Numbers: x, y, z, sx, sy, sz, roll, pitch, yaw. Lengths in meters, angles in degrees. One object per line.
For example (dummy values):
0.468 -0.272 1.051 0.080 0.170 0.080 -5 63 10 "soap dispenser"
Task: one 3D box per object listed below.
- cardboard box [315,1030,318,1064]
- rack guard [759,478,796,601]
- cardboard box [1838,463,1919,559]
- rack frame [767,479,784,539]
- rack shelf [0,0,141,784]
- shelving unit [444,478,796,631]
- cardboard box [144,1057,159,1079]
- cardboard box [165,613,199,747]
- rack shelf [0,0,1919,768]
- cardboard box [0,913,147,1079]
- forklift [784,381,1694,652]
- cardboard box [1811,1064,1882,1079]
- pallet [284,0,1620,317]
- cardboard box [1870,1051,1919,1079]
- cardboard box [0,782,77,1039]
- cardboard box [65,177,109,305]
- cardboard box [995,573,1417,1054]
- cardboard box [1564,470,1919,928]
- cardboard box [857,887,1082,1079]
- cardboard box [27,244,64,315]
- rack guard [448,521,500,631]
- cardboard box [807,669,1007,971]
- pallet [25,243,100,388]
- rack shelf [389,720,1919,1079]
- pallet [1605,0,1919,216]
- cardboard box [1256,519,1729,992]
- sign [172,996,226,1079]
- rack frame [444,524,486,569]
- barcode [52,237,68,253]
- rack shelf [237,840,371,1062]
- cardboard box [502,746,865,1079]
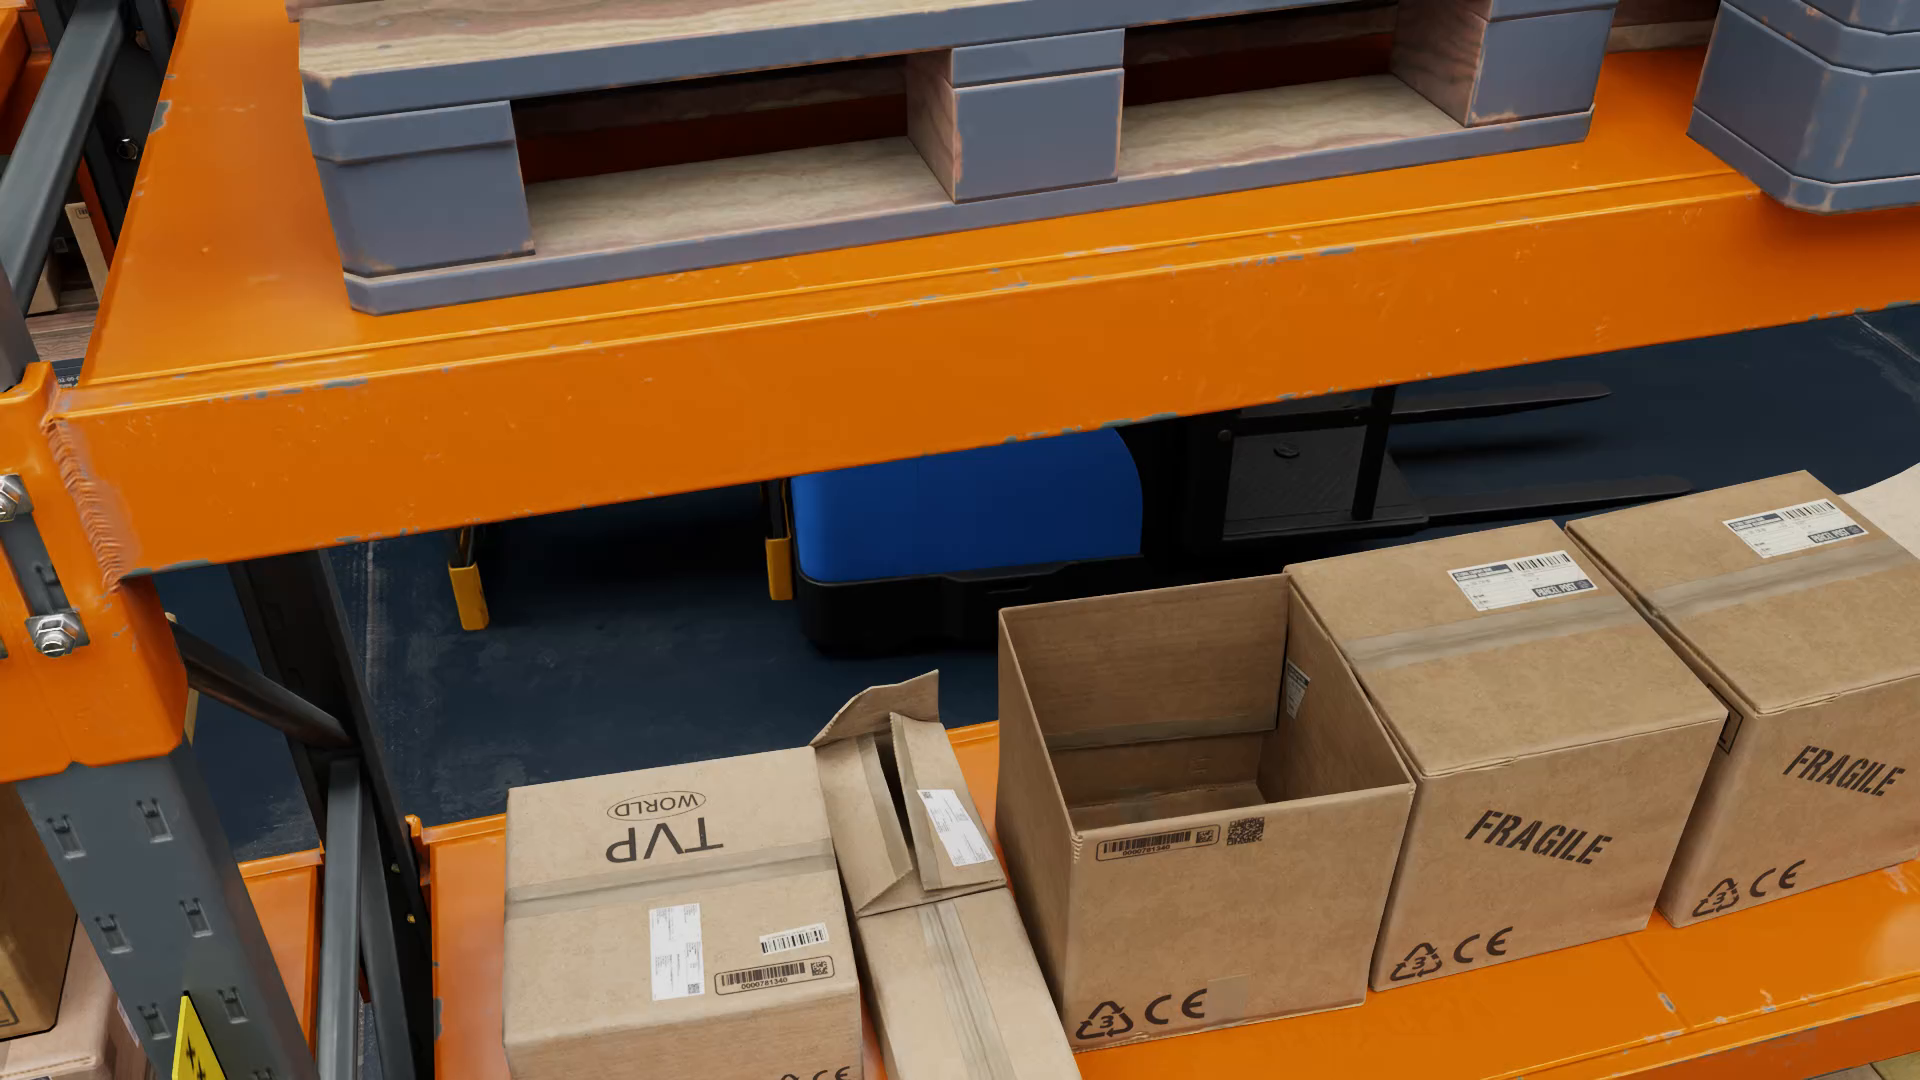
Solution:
-1.431 1.176 3.045 0.500 0.500 0.500 -9 38 -12 "cardboard box"
-0.625 -0.076 5.643 0.087 0.250 0.587 -5 38 -7 "rack guard"
2.046 0.088 3.239 0.500 0.311 0.500 -10 38 -12 "cardboard box"
-0.624 -0.572 5.264 0.032 1.500 0.500 -5 38 -7 "rack frame"
-2.832 0.069 1.314 4.000 0.370 1.077 -9 38 -12 "rack shelf"
-1.118 -0.527 5.204 1.083 1.500 0.587 -5 38 -7 "shelving unit"
-1.328 0.693 2.293 0.500 0.500 0.700 -10 39 -13 "cardboard box"
-1.212 0.290 2.286 0.250 0.149 0.380 -9 38 -12 "cardboard box"
1.029 -0.564 2.142 4.000 0.370 1.077 -9 38 -12 "rack shelf"
-1.108 0.530 1.973 0.250 0.149 0.380 -9 38 -12 "cardboard box"
0.932 -1.221 4.934 3.031 2.935 1.130 -5 38 -7 "forklift"
1.530 1.119 3.274 0.500 0.311 0.500 -10 38 -12 "cardboard box"
-0.053 -0.604 1.760 1.217 0.209 0.805 -11 39 -14 "pallet"
2.019 1.041 3.376 0.500 0.311 0.500 -10 39 -13 "cardboard box"
-1.328 0.177 1.899 0.500 0.500 0.700 -9 38 -12 "cardboard box"
-3.188 -1.241 6.598 0.500 0.500 0.500 -12 39 -15 "cardboard box"
0.353 0.423 2.646 0.500 0.500 0.500 -7 38 -9 "cardboard box"
1.344 0.260 2.859 0.500 0.500 0.500 -11 39 -14 "cardboard box"
0.007 0.738 2.524 0.250 0.149 0.380 -9 38 -12 "cardboard box"
-3.746 -1.048 6.635 0.250 0.149 0.380 -12 39 -16 "cardboard box"
-1.610 0.015 5.524 0.087 0.250 0.587 -5 38 -7 "rack guard"
-0.101 0.465 2.784 0.258 0.266 0.396 -10 39 -13 "cardboard box"
-4.016 -0.817 6.644 1.213 0.211 1.003 -9 38 -12 "pallet"
1.029 0.627 3.053 4.000 0.370 1.077 -9 38 -12 "rack shelf"
1.249 -0.753 1.952 1.213 0.211 1.003 -8 38 -10 "pallet"
0.836 0.344 2.750 0.500 0.500 0.500 -9 38 -12 "cardboard box"
-0.755 0.608 1.708 0.005 0.325 0.100 -9 38 -12 "sign"
-1.629 -0.479 5.142 0.032 1.500 0.500 -5 38 -7 "rack frame"
-3.658 -1.194 6.735 0.075 0.075 0.001 -9 38 -12 "barcode"
-2.832 1.261 2.225 4.000 0.370 1.077 -9 38 -12 "rack shelf"
-0.438 0.614 2.602 0.500 0.250 0.500 -7 38 -9 "cardboard box"
